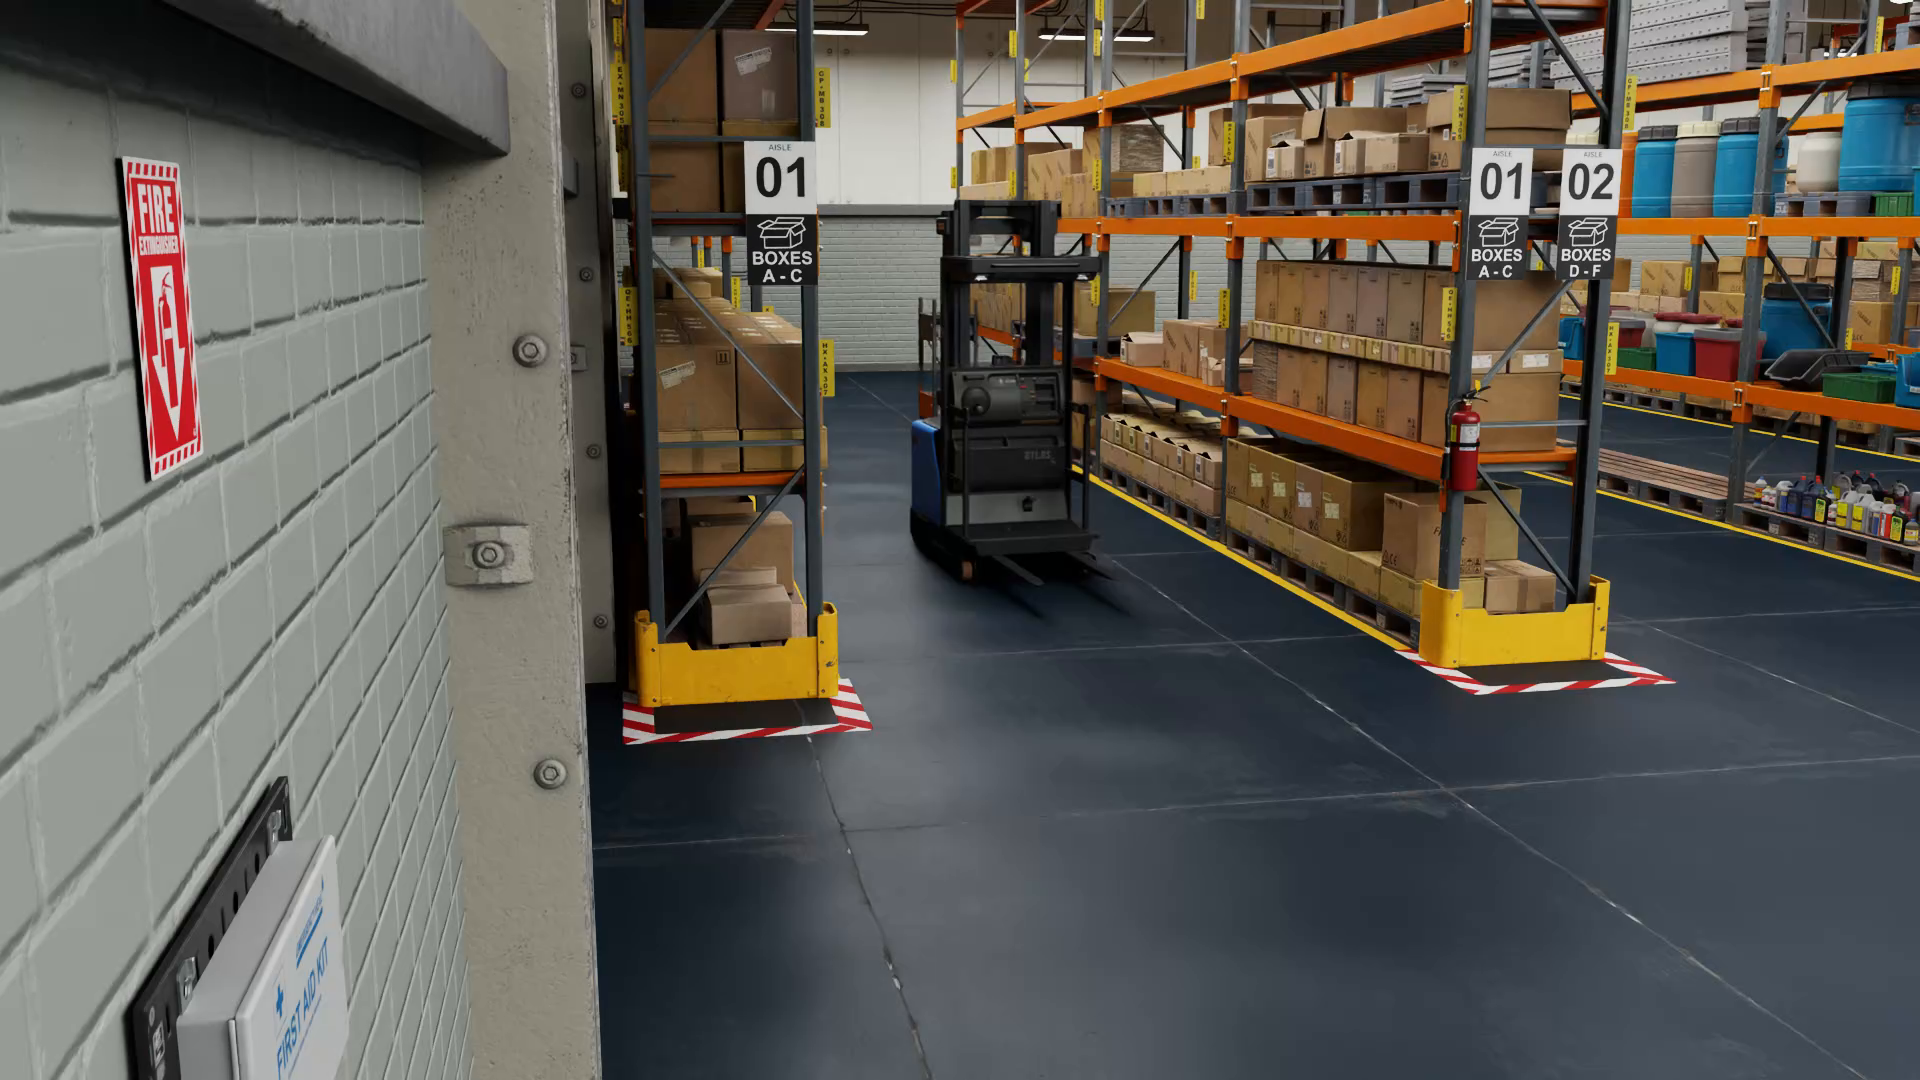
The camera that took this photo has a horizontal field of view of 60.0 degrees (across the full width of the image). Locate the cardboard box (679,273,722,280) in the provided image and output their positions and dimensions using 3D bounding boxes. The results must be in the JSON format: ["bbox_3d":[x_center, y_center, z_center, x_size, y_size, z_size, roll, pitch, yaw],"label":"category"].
[{"bbox_3d":[-2.801,-2.775,18.131,0.500,0.250,0.500,-2,11,-12],"label":"cardboard box"}]

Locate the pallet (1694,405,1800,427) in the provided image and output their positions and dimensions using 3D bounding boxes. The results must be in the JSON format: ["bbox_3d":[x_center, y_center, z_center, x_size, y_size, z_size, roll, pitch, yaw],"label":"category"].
[{"bbox_3d":[11.162,-1.776,23.460,1.003,0.211,1.213,-2,11,-11],"label":"pallet"}]

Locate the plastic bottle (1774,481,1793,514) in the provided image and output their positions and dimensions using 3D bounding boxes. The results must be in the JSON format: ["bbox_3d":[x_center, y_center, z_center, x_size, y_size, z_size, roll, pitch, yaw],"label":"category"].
[{"bbox_3d":[7.358,-0.382,14.790,0.152,0.276,0.135,-2,11,-9],"label":"plastic bottle"}]

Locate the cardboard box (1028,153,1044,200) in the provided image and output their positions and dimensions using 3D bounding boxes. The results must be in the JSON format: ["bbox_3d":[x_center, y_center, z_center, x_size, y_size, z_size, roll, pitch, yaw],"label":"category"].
[{"bbox_3d":[1.246,-4.608,21.202,0.600,0.600,0.600,-3,11,-16],"label":"cardboard box"}]

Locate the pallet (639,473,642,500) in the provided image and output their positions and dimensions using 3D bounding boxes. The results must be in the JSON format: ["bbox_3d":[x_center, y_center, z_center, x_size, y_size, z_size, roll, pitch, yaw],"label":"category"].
[{"bbox_3d":[-2.709,-0.497,16.743,1.003,0.211,1.213,-2,11,-11],"label":"pallet"}]

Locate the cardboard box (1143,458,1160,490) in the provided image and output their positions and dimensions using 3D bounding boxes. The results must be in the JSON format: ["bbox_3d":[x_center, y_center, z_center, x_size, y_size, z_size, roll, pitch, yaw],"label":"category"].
[{"bbox_3d":[2.117,-0.658,16.364,0.500,0.250,0.500,-2,11,-10],"label":"cardboard box"}]

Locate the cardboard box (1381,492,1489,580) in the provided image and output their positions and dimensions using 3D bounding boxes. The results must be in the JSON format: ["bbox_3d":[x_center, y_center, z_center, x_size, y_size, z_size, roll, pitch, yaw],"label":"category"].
[{"bbox_3d":[3.158,-0.035,11.084,0.500,0.500,0.500,-2,11,-11],"label":"cardboard box"}]

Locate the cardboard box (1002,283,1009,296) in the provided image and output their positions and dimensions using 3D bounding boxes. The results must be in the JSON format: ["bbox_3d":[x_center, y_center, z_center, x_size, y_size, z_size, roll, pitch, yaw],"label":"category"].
[{"bbox_3d":[0.868,-3.548,22.375,0.500,0.500,0.500,-2,11,-11],"label":"cardboard box"}]

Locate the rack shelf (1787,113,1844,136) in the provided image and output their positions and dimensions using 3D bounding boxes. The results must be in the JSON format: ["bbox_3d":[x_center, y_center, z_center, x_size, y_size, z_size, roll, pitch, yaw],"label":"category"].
[{"bbox_3d":[11.327,-5.315,21.545,1.077,0.370,4.000,-2,11,-11],"label":"rack shelf"}]

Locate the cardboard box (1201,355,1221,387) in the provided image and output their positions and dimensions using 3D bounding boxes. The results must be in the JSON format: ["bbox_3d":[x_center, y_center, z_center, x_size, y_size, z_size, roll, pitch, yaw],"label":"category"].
[{"bbox_3d":[2.425,-1.546,15.156,0.396,0.266,0.258,-2,11,-12],"label":"cardboard box"}]

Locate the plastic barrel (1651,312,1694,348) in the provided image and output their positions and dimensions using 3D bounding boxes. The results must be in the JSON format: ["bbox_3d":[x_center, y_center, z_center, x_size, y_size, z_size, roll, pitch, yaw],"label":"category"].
[{"bbox_3d":[7.438,-2.101,17.349,0.433,0.535,0.433,0,11,0],"label":"plastic barrel"}]

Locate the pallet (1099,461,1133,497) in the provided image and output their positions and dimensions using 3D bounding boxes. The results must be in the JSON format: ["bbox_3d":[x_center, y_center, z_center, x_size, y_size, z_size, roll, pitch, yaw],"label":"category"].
[{"bbox_3d":[2.120,-0.669,17.645,1.003,0.211,1.213,-2,11,-11],"label":"pallet"}]

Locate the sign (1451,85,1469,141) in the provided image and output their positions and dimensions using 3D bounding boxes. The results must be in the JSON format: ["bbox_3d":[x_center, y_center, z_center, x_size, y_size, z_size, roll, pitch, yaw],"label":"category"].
[{"bbox_3d":[3.020,-2.576,10.030,0.100,0.325,0.005,-2,11,-11],"label":"sign"}]

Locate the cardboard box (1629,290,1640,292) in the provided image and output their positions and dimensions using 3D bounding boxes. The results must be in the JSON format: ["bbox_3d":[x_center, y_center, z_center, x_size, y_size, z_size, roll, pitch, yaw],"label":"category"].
[{"bbox_3d":[10.712,-3.825,26.374,0.500,0.250,0.500,-3,11,-13],"label":"cardboard box"}]

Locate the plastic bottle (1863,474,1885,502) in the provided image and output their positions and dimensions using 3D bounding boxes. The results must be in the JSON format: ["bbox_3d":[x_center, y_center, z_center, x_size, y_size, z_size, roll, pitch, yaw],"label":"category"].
[{"bbox_3d":[8.081,-0.409,14.730,0.144,0.351,0.185,-3,11,-14],"label":"plastic bottle"}]

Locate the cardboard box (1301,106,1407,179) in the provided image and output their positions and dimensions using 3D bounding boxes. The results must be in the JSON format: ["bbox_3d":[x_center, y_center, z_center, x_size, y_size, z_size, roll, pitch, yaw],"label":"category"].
[{"bbox_3d":[2.973,-2.950,12.377,0.797,0.503,0.637,-1,11,-5],"label":"cardboard box"}]

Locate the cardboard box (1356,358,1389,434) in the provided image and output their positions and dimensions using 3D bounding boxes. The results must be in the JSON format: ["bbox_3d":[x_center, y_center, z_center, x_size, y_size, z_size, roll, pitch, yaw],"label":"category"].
[{"bbox_3d":[3.279,-1.046,11.904,0.700,0.500,0.500,-2,11,-11],"label":"cardboard box"}]

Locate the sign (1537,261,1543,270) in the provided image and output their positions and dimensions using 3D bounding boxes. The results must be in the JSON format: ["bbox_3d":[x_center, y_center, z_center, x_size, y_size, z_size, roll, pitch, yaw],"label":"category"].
[{"bbox_3d":[9.615,-4.463,27.595,0.100,0.325,0.005,-2,11,-11],"label":"sign"}]

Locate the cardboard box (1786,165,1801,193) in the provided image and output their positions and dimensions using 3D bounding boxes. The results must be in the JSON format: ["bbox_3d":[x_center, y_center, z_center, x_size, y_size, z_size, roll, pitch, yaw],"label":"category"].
[{"bbox_3d":[11.298,-4.655,21.709,0.797,0.503,0.637,-2,11,-12],"label":"cardboard box"}]

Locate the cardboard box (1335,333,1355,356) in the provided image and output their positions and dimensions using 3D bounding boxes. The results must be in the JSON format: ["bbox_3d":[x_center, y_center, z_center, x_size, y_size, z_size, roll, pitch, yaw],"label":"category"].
[{"bbox_3d":[2.990,-1.439,12.232,0.380,0.149,0.250,-2,11,-12],"label":"cardboard box"}]

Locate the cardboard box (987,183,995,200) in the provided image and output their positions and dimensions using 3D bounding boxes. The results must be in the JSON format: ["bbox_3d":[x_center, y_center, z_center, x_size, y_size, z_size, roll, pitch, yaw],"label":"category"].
[{"bbox_3d":[0.671,-4.833,23.108,0.500,0.250,0.500,-2,11,-11],"label":"cardboard box"}]

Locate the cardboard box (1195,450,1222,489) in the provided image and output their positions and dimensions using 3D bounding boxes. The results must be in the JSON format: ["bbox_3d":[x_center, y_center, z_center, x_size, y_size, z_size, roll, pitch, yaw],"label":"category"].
[{"bbox_3d":[2.417,-0.652,14.832,0.500,0.311,0.500,-2,11,-11],"label":"cardboard box"}]

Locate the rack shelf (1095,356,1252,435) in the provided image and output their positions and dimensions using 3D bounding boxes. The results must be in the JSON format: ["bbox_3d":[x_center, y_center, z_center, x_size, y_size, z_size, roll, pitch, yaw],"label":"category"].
[{"bbox_3d":[2.388,-1.471,16.325,1.077,0.370,4.000,-2,11,-11],"label":"rack shelf"}]

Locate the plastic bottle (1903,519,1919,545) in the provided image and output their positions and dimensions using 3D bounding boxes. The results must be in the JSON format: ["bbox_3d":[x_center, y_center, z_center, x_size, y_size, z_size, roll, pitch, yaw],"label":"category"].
[{"bbox_3d":[7.627,-0.066,13.326,0.097,0.201,0.097,0,11,0],"label":"plastic bottle"}]

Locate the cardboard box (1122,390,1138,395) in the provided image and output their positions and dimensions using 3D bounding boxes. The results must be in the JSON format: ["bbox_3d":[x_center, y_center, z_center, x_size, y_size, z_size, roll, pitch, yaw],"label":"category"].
[{"bbox_3d":[1.884,-1.557,20.361,0.500,0.500,0.500,-3,11,-13],"label":"cardboard box"}]

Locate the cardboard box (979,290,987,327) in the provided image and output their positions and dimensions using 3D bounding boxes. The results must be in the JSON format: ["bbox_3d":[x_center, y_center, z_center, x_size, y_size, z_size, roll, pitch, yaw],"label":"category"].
[{"bbox_3d":[0.566,-3.338,23.944,0.500,0.500,0.500,-2,11,-10],"label":"cardboard box"}]

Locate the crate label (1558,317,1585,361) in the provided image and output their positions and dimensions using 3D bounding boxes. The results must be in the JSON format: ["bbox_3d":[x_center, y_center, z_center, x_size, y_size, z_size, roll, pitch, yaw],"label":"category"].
[{"bbox_3d":[6.786,-2.196,18.116,0.502,0.435,0.616,-2,11,-11],"label":"crate label"}]

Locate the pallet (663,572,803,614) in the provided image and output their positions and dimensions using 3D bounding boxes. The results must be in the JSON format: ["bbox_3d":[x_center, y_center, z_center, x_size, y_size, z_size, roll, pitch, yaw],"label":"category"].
[{"bbox_3d":[-1.676,0.439,11.823,1.003,0.211,1.213,-2,11,-11],"label":"pallet"}]

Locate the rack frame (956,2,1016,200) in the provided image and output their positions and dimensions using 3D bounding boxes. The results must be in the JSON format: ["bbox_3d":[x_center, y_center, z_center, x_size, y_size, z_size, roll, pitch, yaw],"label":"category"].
[{"bbox_3d":[0.443,-6.605,25.333,1.000,3.000,0.127,-2,11,-11],"label":"rack frame"}]

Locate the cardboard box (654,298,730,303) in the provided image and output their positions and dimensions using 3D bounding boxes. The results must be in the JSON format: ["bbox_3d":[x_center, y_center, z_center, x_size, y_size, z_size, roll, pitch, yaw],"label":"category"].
[{"bbox_3d":[-2.623,-2.088,16.200,0.700,0.500,0.500,-3,11,-16],"label":"cardboard box"}]

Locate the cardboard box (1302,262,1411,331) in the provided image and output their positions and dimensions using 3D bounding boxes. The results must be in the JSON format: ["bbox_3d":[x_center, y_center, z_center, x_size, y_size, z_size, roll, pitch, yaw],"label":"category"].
[{"bbox_3d":[3.065,-1.878,12.804,0.700,0.500,0.500,-2,11,-11],"label":"cardboard box"}]

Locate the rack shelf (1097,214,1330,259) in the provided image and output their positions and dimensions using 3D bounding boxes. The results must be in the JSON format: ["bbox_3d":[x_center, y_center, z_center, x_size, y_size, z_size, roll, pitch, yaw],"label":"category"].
[{"bbox_3d":[2.388,-2.944,16.045,1.077,0.370,4.000,-2,11,-11],"label":"rack shelf"}]

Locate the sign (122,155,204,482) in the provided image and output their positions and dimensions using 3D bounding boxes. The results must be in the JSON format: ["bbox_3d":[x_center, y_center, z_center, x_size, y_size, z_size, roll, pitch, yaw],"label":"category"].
[{"bbox_3d":[-0.774,-0.218,1.622,0.001,0.298,0.199,-2,11,-11],"label":"sign"}]

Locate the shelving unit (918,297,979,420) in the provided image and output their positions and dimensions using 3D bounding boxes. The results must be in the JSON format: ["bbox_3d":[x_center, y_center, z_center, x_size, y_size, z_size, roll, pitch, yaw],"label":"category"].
[{"bbox_3d":[-0.108,-1.102,14.871,0.431,2.100,0.503,-3,11,-15],"label":"shelving unit"}]

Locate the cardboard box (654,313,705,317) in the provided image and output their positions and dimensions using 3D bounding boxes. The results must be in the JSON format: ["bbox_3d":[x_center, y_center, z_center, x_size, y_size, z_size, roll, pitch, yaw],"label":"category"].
[{"bbox_3d":[-2.195,-1.487,12.830,0.500,0.500,0.500,-2,11,-12],"label":"cardboard box"}]

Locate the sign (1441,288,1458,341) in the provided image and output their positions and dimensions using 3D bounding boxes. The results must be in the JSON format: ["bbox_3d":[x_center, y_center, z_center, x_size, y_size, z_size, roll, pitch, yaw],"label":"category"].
[{"bbox_3d":[3.020,-1.392,10.256,0.100,0.325,0.005,-2,11,-11],"label":"sign"}]

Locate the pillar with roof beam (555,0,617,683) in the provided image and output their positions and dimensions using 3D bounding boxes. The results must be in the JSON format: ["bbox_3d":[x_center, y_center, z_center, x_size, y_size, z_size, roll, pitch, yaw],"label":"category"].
[{"bbox_3d":[1.934,-3.743,10.297,9.100,9.000,0.400,-2,11,-11],"label":"pillar with roof beam"}]

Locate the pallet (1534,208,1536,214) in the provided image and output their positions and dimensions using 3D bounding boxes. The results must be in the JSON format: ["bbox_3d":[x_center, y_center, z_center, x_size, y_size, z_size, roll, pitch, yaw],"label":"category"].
[{"bbox_3d":[6.805,-3.895,19.621,1.003,0.211,1.213,-2,11,-11],"label":"pallet"}]

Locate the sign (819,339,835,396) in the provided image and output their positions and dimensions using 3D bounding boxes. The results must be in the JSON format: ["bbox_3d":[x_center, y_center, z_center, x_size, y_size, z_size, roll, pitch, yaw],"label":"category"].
[{"bbox_3d":[-0.772,-0.988,9.549,0.100,0.325,0.005,-2,11,-11],"label":"sign"}]

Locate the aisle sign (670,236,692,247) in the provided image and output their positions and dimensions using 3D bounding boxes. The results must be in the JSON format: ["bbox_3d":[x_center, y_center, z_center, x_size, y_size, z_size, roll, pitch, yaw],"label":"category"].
[{"bbox_3d":[-4.135,-4.779,24.828,0.394,0.787,0.004,-2,11,-11],"label":"aisle sign"}]

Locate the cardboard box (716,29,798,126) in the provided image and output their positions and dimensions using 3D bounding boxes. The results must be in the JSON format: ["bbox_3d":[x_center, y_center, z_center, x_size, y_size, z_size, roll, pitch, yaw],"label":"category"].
[{"bbox_3d":[-1.141,-2.646,9.559,0.500,0.500,0.500,-3,11,-15],"label":"cardboard box"}]

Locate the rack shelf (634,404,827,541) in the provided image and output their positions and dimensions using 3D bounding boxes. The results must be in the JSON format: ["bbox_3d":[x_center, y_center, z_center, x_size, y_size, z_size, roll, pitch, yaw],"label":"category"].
[{"bbox_3d":[-1.693,-0.556,11.521,1.077,0.370,4.000,-2,11,-11],"label":"rack shelf"}]

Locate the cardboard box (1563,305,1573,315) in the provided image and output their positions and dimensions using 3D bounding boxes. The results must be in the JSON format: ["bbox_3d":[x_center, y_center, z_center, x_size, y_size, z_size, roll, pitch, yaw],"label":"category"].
[{"bbox_3d":[10.007,-3.723,26.908,0.380,0.149,0.250,-2,11,-12],"label":"cardboard box"}]

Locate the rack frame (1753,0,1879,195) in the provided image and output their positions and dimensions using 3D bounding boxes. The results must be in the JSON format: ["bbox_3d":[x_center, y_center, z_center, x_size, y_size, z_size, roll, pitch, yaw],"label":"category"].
[{"bbox_3d":[7.636,-4.584,14.713,1.000,3.000,0.127,-2,11,-11],"label":"rack frame"}]

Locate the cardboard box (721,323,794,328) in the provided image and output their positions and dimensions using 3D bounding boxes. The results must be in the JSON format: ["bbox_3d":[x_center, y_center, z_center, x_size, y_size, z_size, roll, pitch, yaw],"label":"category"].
[{"bbox_3d":[-1.395,-1.226,11.458,0.500,0.500,0.500,-2,11,-9],"label":"cardboard box"}]

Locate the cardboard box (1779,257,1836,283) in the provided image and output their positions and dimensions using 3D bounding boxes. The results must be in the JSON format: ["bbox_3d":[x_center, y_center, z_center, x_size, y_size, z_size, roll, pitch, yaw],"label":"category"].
[{"bbox_3d":[11.329,-3.470,21.952,0.797,0.503,0.637,-2,11,-9],"label":"cardboard box"}]

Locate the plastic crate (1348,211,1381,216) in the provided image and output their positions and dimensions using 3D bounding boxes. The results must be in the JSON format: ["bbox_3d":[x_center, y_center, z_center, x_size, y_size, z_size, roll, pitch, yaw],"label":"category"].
[{"bbox_3d":[5.701,-4.540,23.072,0.450,0.188,0.662,-2,11,-11],"label":"plastic crate"}]

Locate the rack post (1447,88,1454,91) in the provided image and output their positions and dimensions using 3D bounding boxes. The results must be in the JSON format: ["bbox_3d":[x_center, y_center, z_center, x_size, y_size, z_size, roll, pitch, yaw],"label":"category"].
[{"bbox_3d":[6.599,-5.439,20.542,0.937,0.300,0.954,-1,11,-5],"label":"rack post"}]

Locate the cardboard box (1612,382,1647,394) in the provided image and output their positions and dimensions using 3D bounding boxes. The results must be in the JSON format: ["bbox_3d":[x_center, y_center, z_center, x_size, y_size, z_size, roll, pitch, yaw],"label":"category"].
[{"bbox_3d":[10.714,-2.736,25.607,0.875,0.875,0.875,-2,11,-11],"label":"cardboard box"}]

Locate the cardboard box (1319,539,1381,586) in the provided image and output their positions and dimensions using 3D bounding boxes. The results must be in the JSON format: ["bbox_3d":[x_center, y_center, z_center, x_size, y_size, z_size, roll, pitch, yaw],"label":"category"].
[{"bbox_3d":[2.952,0.150,12.116,0.500,0.250,0.500,-2,11,-11],"label":"cardboard box"}]

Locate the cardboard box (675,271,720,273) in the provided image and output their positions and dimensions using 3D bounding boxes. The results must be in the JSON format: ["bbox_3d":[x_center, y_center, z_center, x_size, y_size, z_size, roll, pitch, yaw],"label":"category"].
[{"bbox_3d":[-3.007,-2.960,19.102,0.500,0.250,0.500,-2,11,-12],"label":"cardboard box"}]

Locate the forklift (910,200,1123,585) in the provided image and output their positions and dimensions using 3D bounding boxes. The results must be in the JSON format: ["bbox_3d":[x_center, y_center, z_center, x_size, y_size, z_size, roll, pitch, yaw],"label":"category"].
[{"bbox_3d":[0.449,-1.195,13.136,1.130,2.935,3.031,-3,11,-15],"label":"forklift"}]

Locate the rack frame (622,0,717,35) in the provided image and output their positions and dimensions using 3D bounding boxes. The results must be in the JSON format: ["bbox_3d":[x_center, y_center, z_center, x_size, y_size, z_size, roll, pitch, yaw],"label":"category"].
[{"bbox_3d":[-2.860,-4.957,16.674,1.000,3.000,0.127,-2,11,-11],"label":"rack frame"}]
